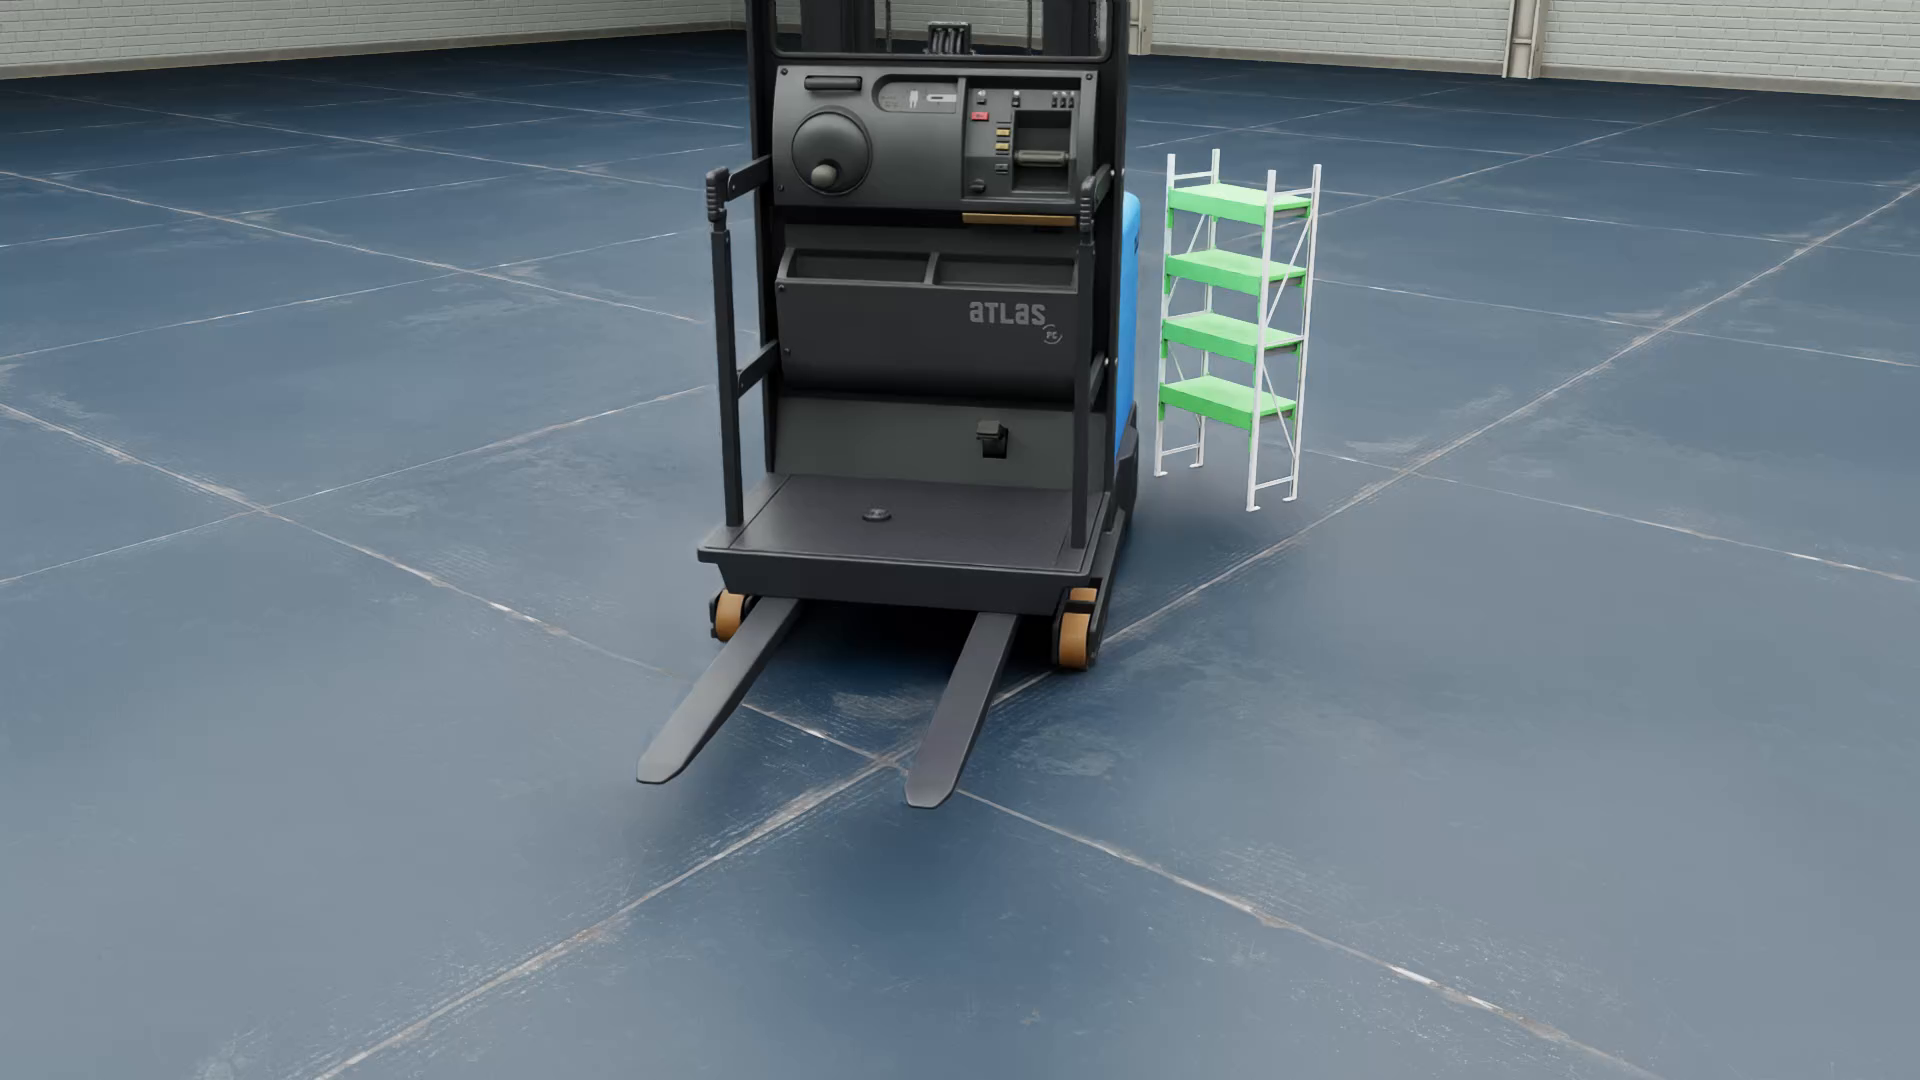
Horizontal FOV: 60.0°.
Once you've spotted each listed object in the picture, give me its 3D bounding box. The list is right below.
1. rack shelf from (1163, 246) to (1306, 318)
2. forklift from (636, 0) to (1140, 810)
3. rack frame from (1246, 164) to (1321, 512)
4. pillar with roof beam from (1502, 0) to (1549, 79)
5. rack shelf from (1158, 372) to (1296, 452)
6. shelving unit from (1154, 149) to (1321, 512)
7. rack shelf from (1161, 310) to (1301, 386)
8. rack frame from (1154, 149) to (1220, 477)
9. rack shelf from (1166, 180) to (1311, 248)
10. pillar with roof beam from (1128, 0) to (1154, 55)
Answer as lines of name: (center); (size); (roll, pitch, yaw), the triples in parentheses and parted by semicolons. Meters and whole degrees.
rack shelf: (0.981, -0.923, 5.916); (0.258, 0.148, 0.480); (-14, 25, -33)
forklift: (-0.113, -1.141, 4.541); (1.130, 2.935, 3.031); (4, 21, 10)
rack frame: (1.125, -0.689, 5.793); (0.240, 1.200, 0.015); (-14, 25, -33)
pillar with roof beam: (4.578, -9.057, 16.931); (0.400, 9.000, 9.100); (16, 26, 36)
rack shelf: (0.981, -0.474, 6.085); (0.258, 0.148, 0.480); (-14, 25, -33)
shelving unit: (0.981, -0.758, 5.978); (0.258, 1.200, 0.503); (-14, 25, -33)
rack shelf: (0.981, -0.698, 6.001); (0.258, 0.148, 0.480); (-14, 25, -33)
rack frame: (0.838, -0.828, 6.163); (0.240, 1.200, 0.015); (-14, 25, -33)
rack shelf: (0.981, -1.147, 5.831); (0.258, 0.148, 0.480); (-14, 25, -33)
pillar with roof beam: (-0.070, -10.395, 20.481); (0.400, 9.000, 9.100); (16, 26, 36)
